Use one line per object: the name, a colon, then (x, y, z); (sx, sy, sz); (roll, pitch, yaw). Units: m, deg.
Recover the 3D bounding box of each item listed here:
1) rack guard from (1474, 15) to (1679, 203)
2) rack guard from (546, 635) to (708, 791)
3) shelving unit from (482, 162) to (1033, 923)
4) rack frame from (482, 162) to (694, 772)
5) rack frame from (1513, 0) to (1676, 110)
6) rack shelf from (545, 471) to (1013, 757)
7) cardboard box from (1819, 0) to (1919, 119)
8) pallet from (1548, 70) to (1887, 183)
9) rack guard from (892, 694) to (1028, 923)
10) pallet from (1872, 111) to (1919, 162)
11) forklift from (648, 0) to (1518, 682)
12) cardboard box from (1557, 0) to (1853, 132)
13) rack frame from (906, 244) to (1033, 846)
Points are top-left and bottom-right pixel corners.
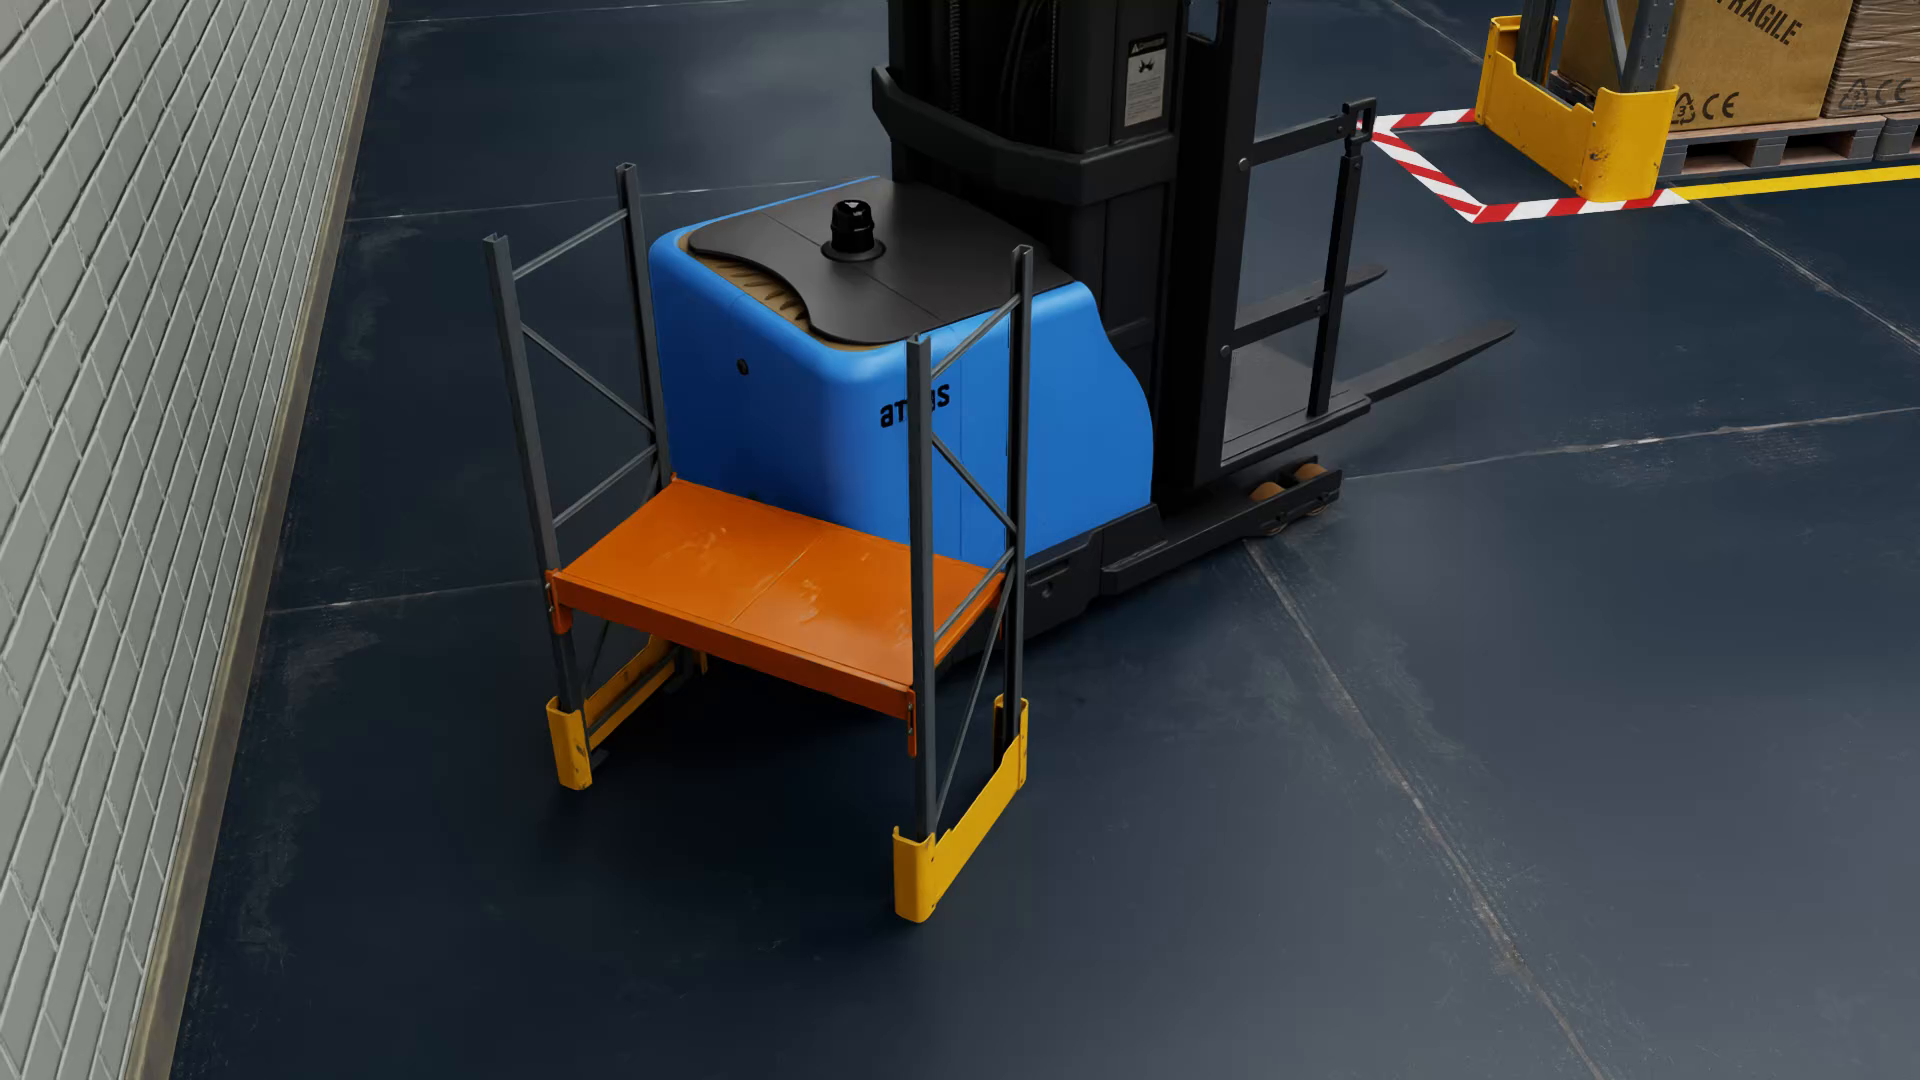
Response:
rack guard: (2.886, -2.064, 7.878); (0.348, 0.500, 1.175); (-7, 35, -11)
rack guard: (-0.877, 0.391, 4.443); (0.087, 0.250, 0.587); (16, 37, 22)
shelving unit: (-0.434, -0.001, 3.906); (1.083, 1.500, 0.587); (16, 37, 22)
rack frame: (-0.878, -0.128, 4.095); (0.032, 1.500, 0.500); (16, 37, 22)
rack frame: (2.909, -3.105, 7.185); (0.127, 3.000, 1.000); (-7, 35, -11)
rack shelf: (-0.426, 0.150, 4.003); (1.000, 0.185, 0.538); (16, 37, 22)
cardboard box: (4.404, -2.631, 8.009); (0.875, 0.875, 0.875); (-7, 35, -11)
pallet: (3.672, -2.088, 8.172); (1.213, 0.211, 1.003); (-7, 35, -11)
rack guard: (0.009, 0.645, 4.065); (0.087, 0.250, 0.587); (16, 37, 22)
pallet: (4.860, -2.236, 8.393); (1.213, 0.211, 1.003); (-7, 35, -11)
forklift: (0.607, -1.444, 4.771); (3.031, 2.935, 1.130); (-23, 40, -30)
cardboard box: (3.516, -2.520, 7.843); (0.875, 0.875, 0.875); (-7, 35, -11)
rack frame: (0.026, 0.130, 3.710); (0.032, 1.500, 0.500); (16, 37, 22)
